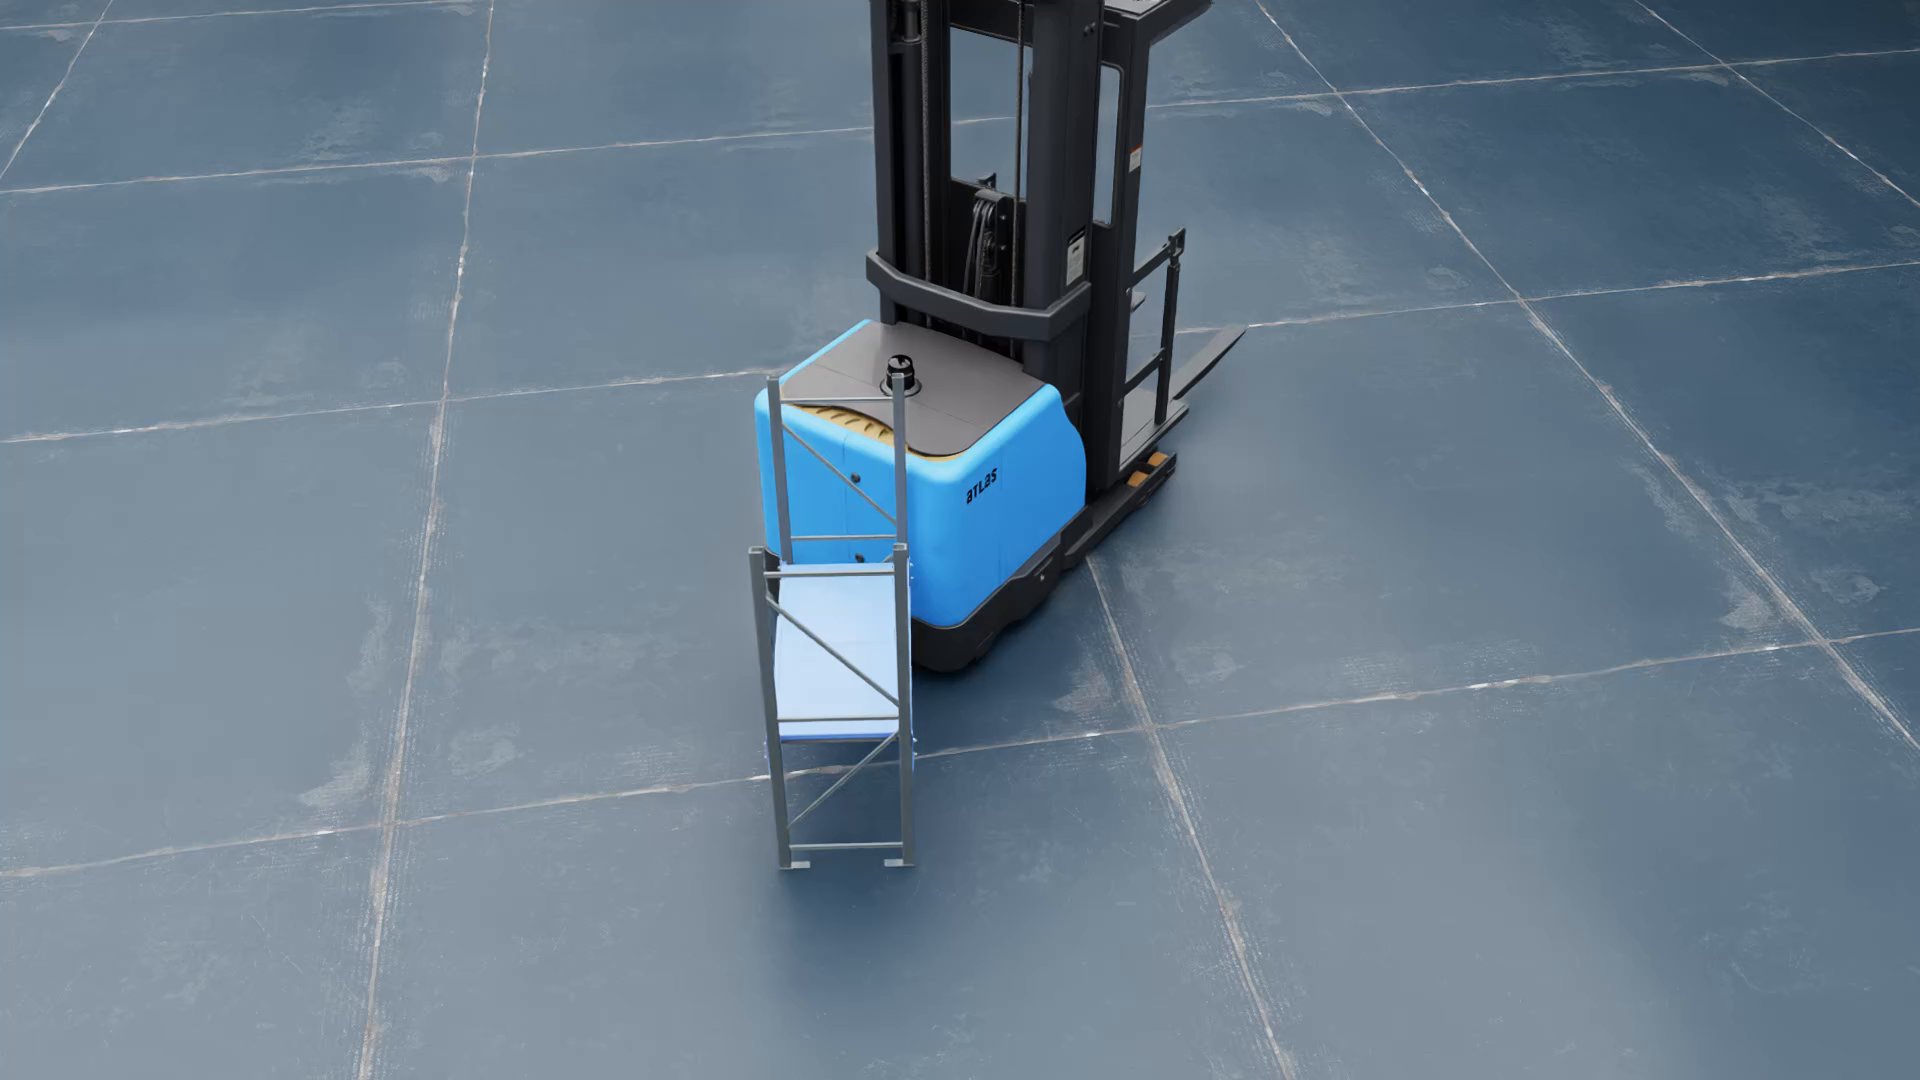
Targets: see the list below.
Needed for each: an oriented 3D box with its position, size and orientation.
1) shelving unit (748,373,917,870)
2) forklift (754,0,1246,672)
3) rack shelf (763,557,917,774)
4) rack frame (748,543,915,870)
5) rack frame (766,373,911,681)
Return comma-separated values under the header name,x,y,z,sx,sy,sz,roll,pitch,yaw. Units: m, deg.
name,x,y,z,sx,sy,sz,roll,pitch,yaw
shelving unit,-0.438,0.307,6.133,0.538,1.500,1.048,-1,38,-2
forklift,0.393,-1.472,7.255,1.130,2.935,3.031,23,43,27
rack shelf,-0.438,0.449,6.243,0.538,0.185,1.000,-1,38,-2
rack frame,-0.420,0.618,5.732,0.500,1.500,0.032,-1,38,-2
rack frame,-0.456,-0.005,6.534,0.500,1.500,0.032,-1,38,-2
